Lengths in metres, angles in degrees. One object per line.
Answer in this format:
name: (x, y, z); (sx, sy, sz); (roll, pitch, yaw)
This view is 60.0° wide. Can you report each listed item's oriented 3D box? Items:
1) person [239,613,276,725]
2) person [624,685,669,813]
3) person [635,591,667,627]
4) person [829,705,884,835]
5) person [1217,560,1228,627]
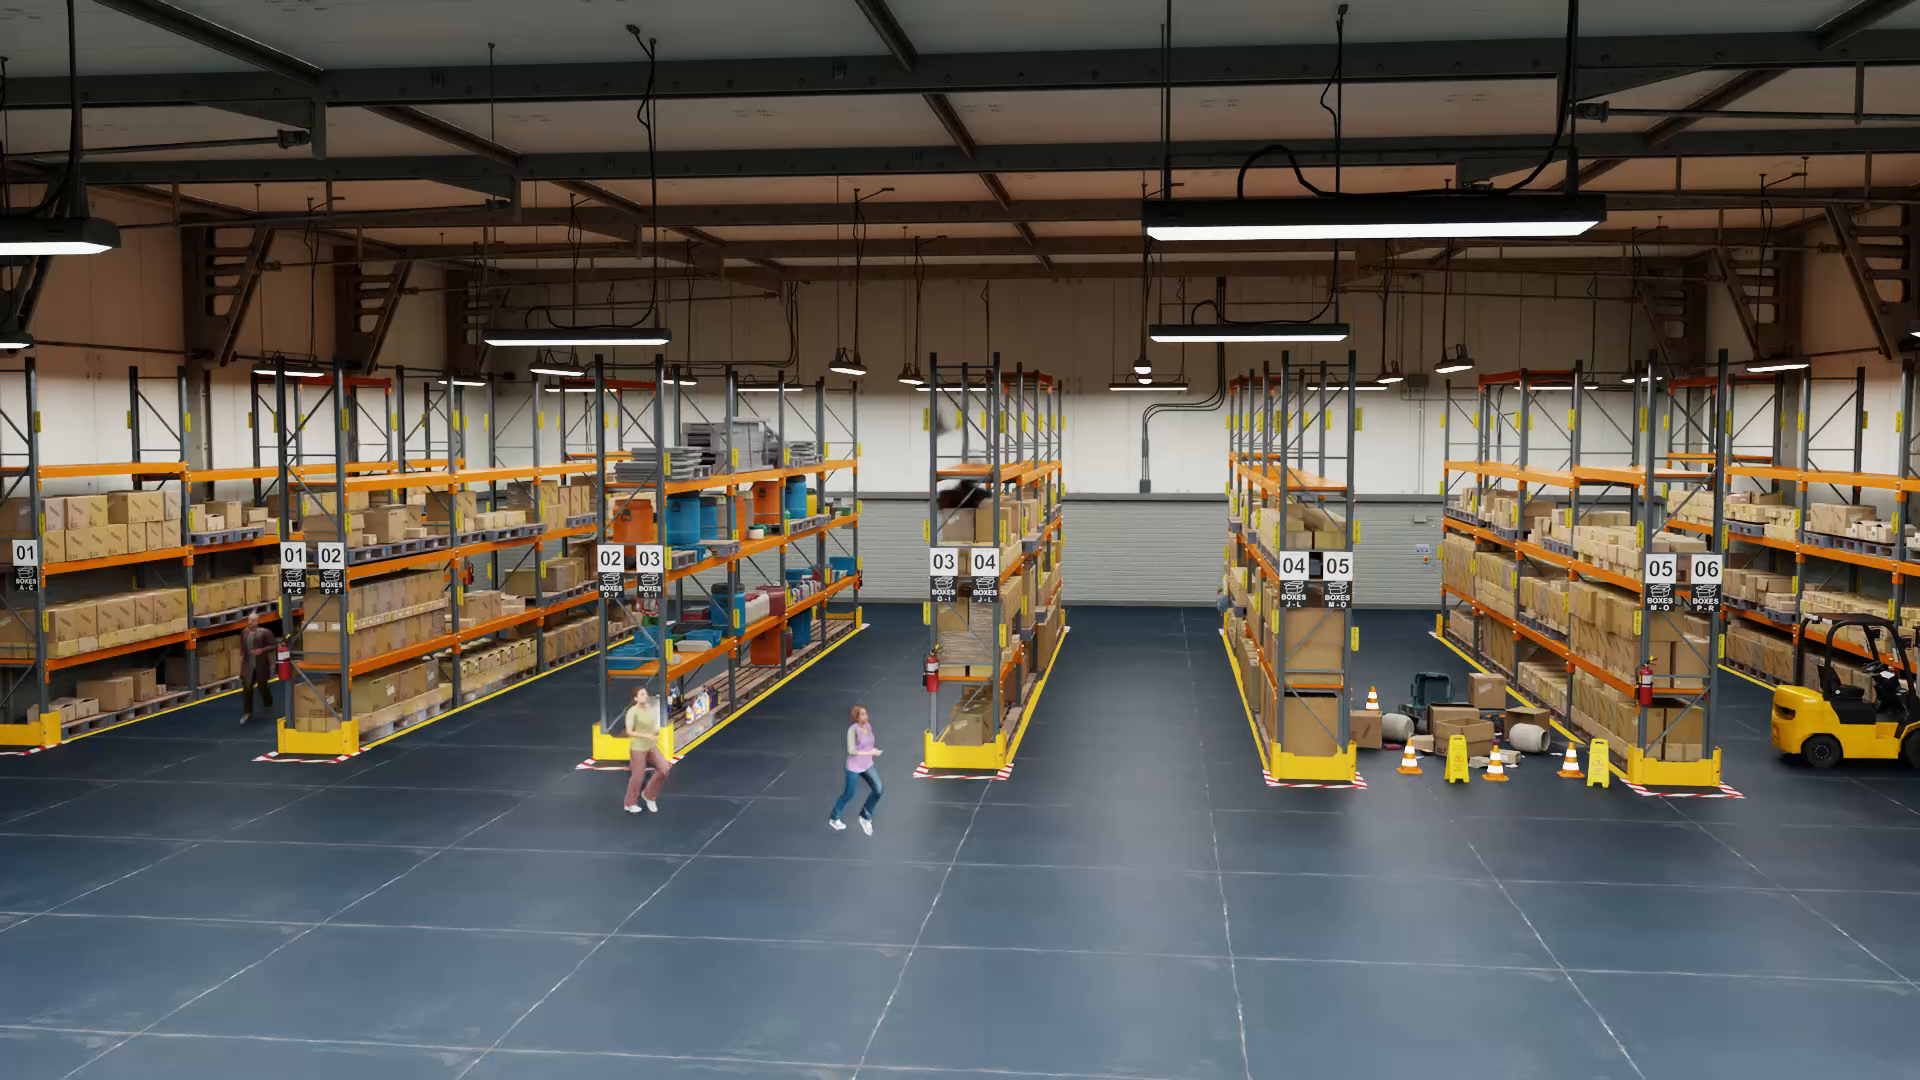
person: (-11.747, 2.118, 27.815); (0.695, 1.804, 0.983); (0, 4, -2)
person: (-4.021, 2.667, 21.186); (0.643, 1.642, 0.572); (3, 5, 36)
person: (-6.583, 1.670, 35.548); (0.706, 1.731, 1.055); (0, 4, 1)
person: (-1.212, 2.776, 20.137); (0.813, 1.590, 0.549); (4, 5, 42)
person: (6.490, 1.309, 40.301); (0.529, 1.706, 0.759); (0, 4, 5)
